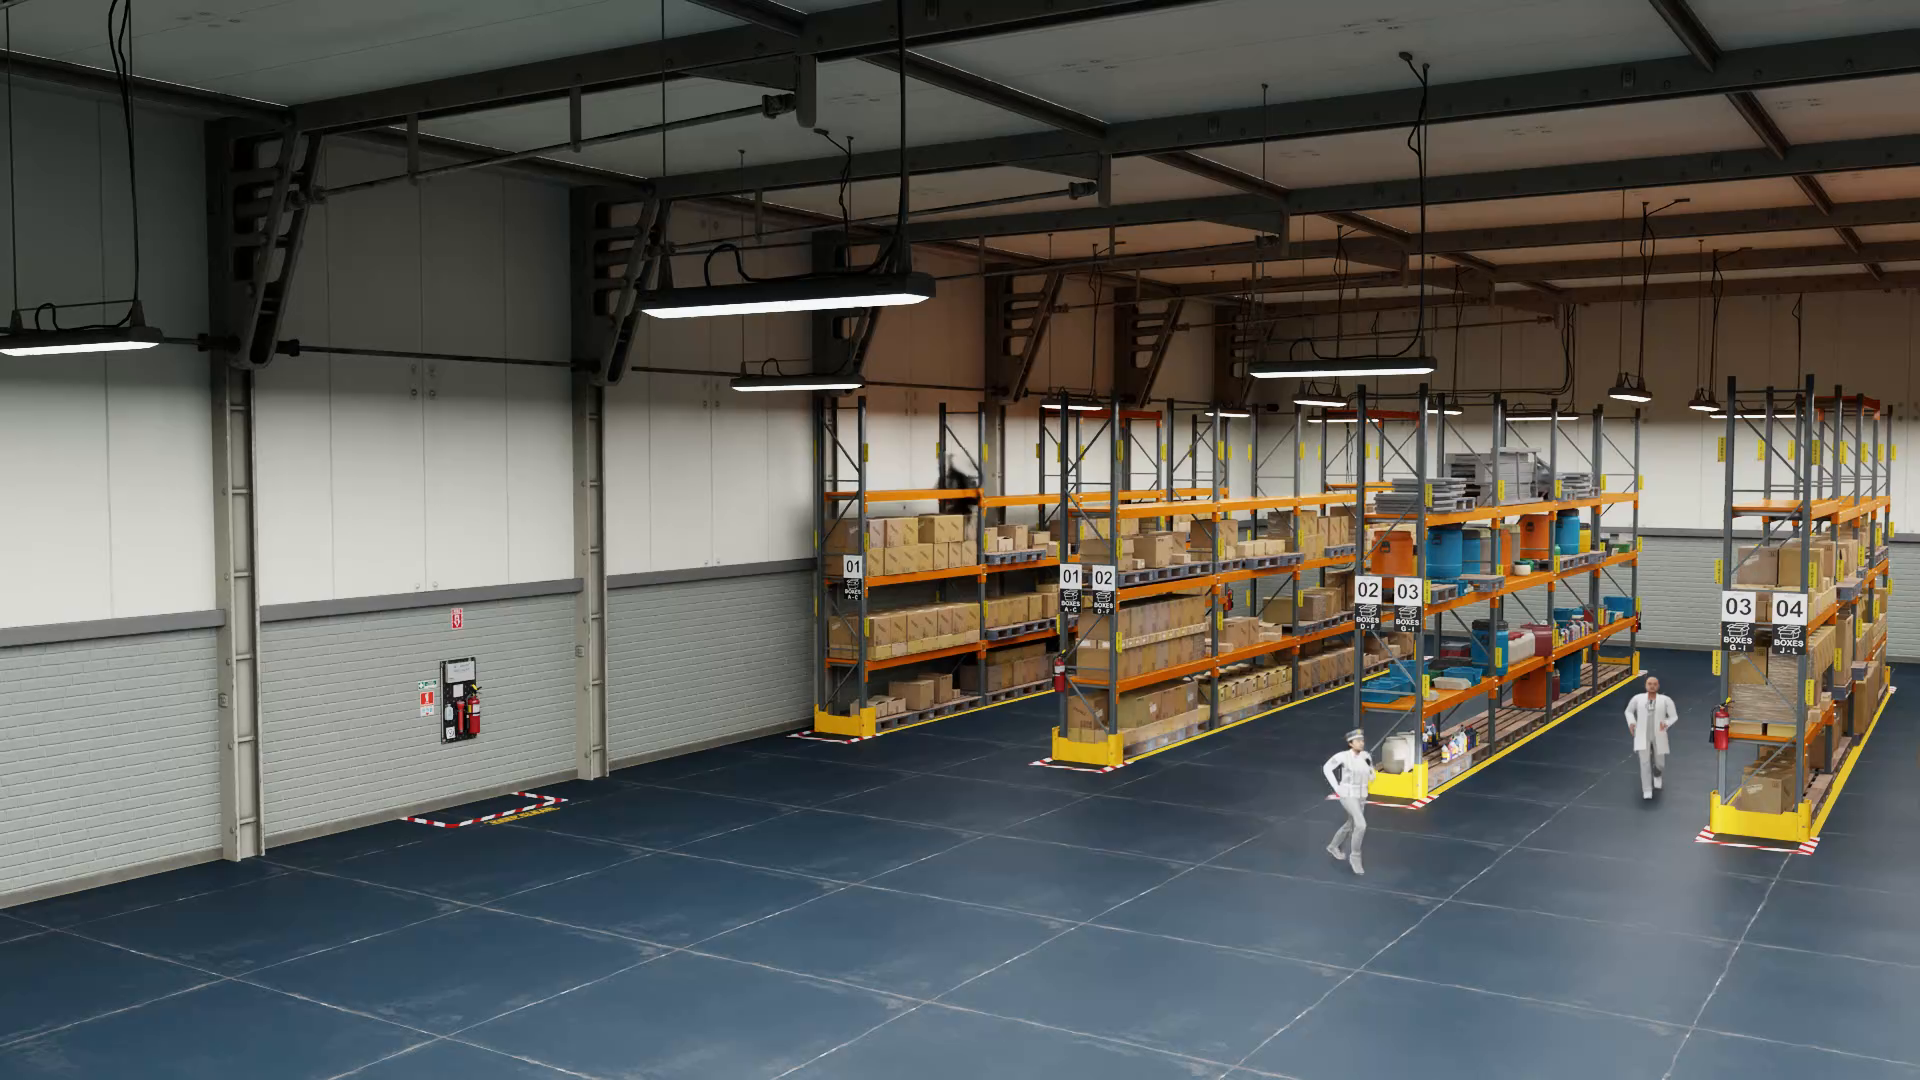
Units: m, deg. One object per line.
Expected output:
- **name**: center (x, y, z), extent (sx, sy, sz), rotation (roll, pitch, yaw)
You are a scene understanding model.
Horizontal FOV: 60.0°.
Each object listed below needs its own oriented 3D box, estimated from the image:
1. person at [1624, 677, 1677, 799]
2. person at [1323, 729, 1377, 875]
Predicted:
- **person**: center (10.051, 2.861, 24.214), extent (0.715, 1.735, 0.826), rotation (1, 3, 23)
- **person**: center (4.709, 3.121, 20.034), extent (0.591, 1.742, 0.775), rotation (-2, 3, -30)
